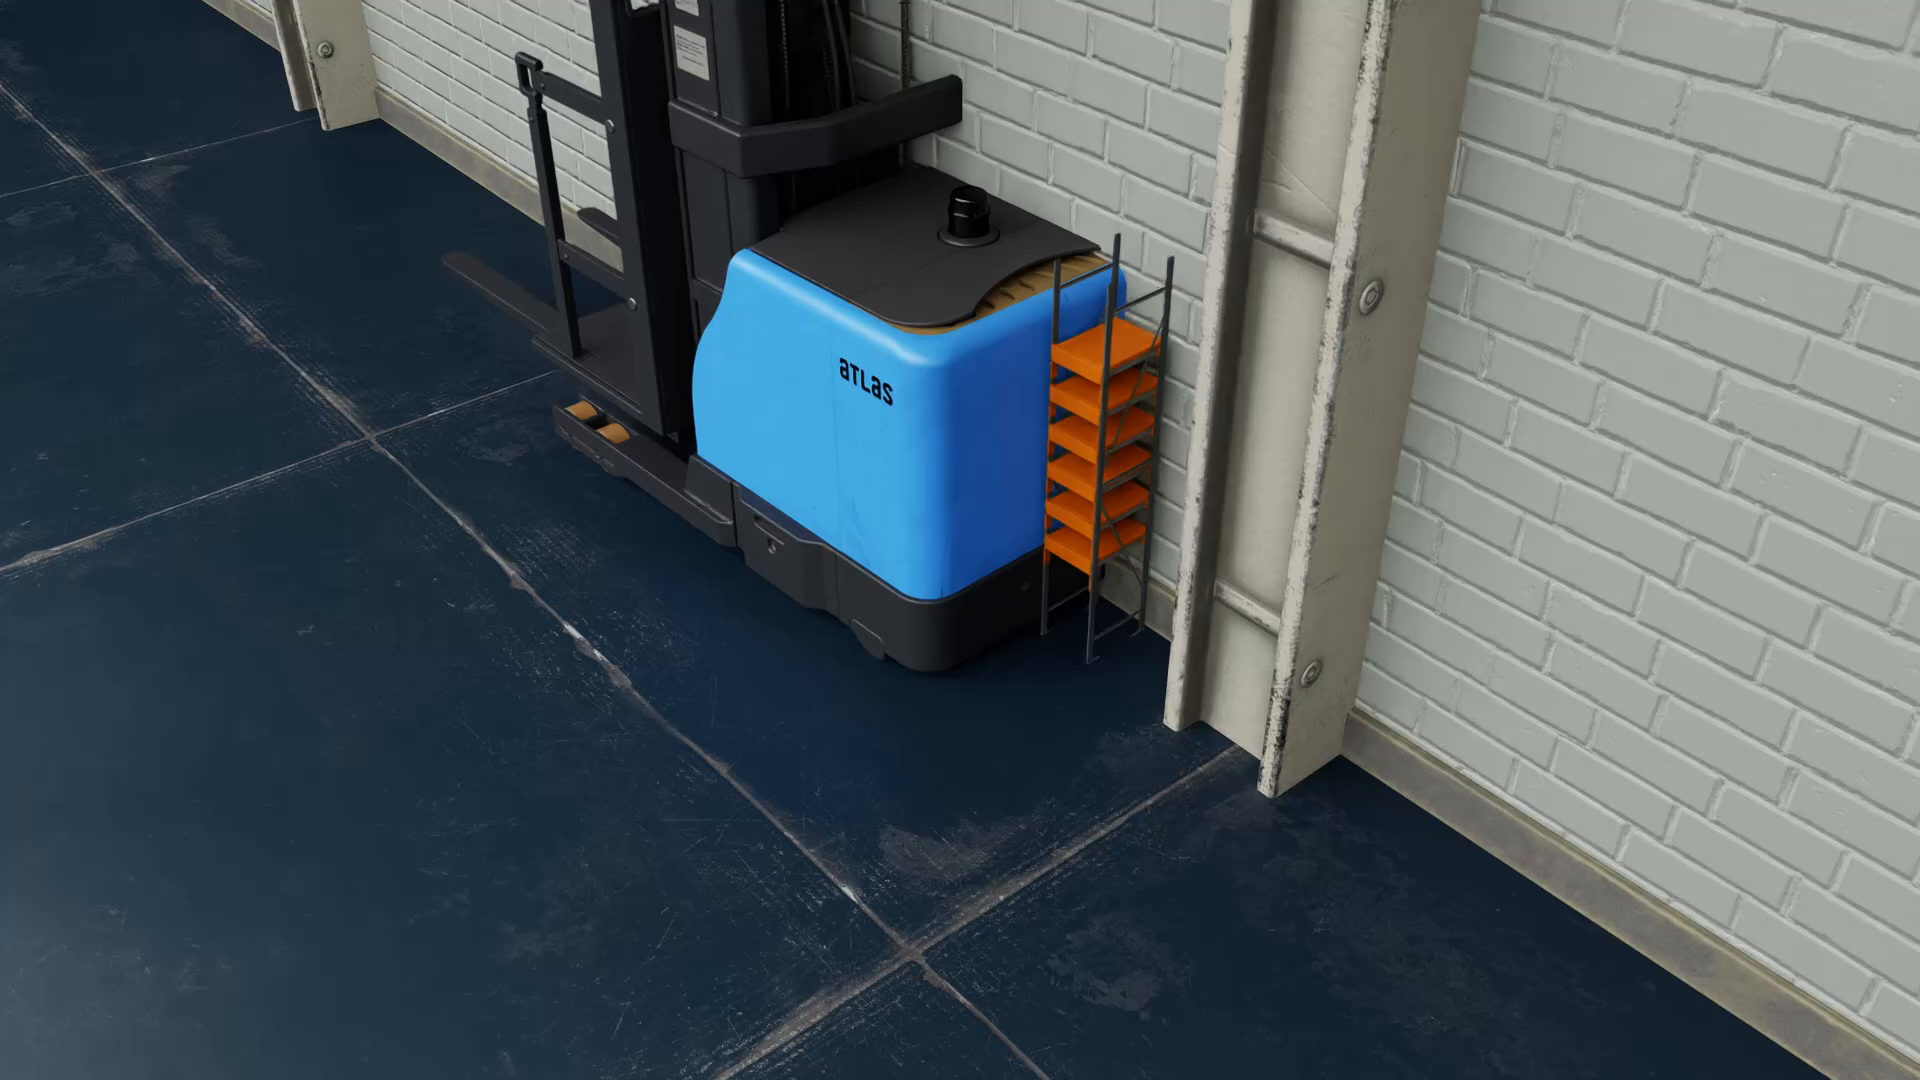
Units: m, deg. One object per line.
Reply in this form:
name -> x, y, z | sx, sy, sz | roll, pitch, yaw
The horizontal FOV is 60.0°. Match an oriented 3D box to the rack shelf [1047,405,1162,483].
rack shelf -> 0.388, -0.279, 4.475 | 0.258, 0.103, 0.180 | -28, 44, -34

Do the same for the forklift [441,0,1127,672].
forklift -> -0.732, -1.595, 4.966 | 1.130, 2.935, 3.031 | -28, 44, -34

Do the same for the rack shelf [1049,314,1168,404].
rack shelf -> 0.388, -0.475, 4.336 | 0.258, 0.103, 0.180 | -28, 44, -34

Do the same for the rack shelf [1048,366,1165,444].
rack shelf -> 0.388, -0.377, 4.406 | 0.258, 0.103, 0.180 | -28, 44, -34

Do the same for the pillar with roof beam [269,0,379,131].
pillar with roof beam -> -6.363, -4.189, 3.379 | 9.100, 9.000, 0.400 | -26, 43, -32

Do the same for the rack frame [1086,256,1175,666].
rack frame -> 0.450, -0.178, 4.464 | 0.240, 1.200, 0.006 | -28, 44, -34

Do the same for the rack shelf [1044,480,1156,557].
rack shelf -> 0.388, -0.083, 4.614 | 0.258, 0.103, 0.180 | -28, 44, -34

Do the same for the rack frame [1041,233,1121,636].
rack frame -> 0.326, -0.256, 4.574 | 0.240, 1.200, 0.006 | -28, 44, -34

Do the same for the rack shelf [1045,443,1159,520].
rack shelf -> 0.388, -0.181, 4.544 | 0.258, 0.103, 0.180 | -28, 44, -34

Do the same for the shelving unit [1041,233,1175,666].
shelving unit -> 0.388, -0.217, 4.519 | 0.258, 1.200, 0.189 | -28, 44, -34

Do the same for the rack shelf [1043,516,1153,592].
rack shelf -> 0.388, 0.015, 4.683 | 0.258, 0.103, 0.180 | -28, 44, -34
